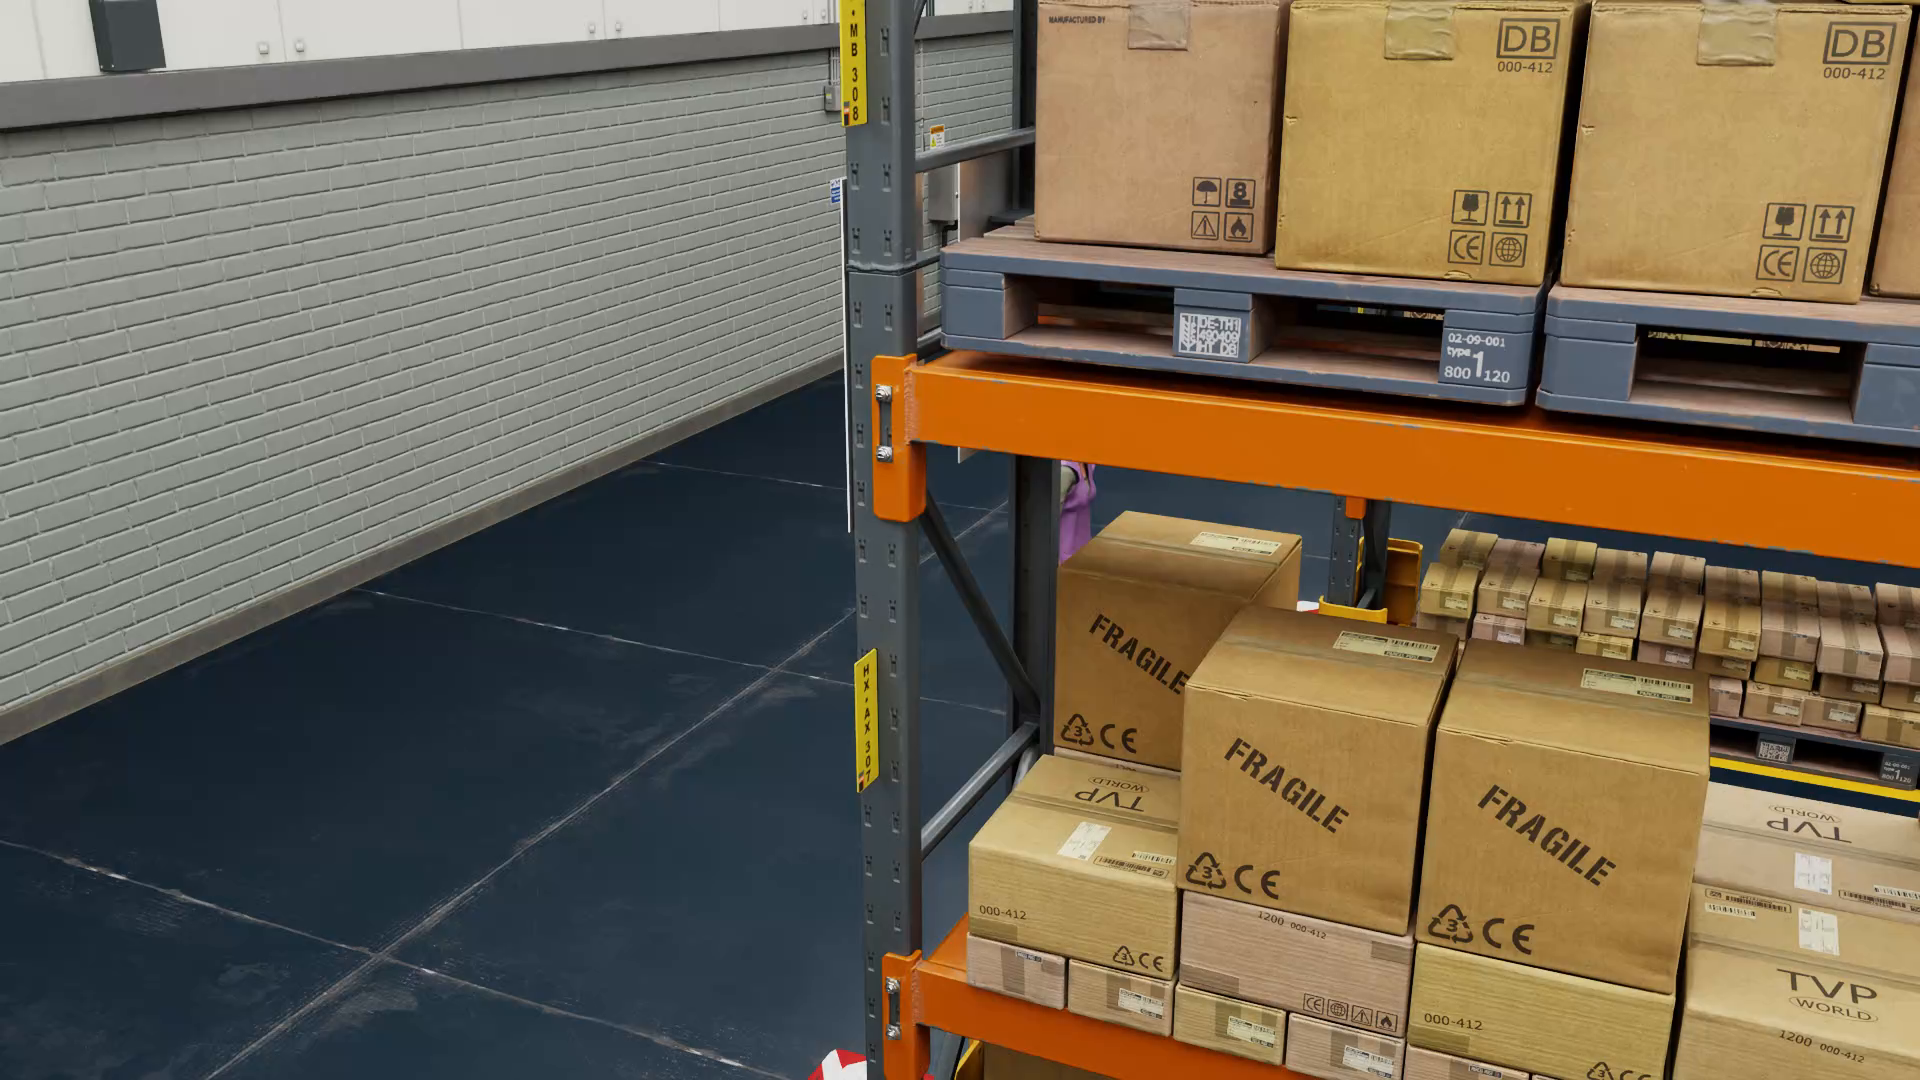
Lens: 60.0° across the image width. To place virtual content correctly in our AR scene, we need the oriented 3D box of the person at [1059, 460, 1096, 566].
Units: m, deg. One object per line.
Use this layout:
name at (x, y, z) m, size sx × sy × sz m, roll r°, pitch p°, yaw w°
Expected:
person at (0.535, 0.108, 8.276) m, size 0.345 × 1.593 × 0.460 m, roll 9°, pitch 21°, yaw 23°
